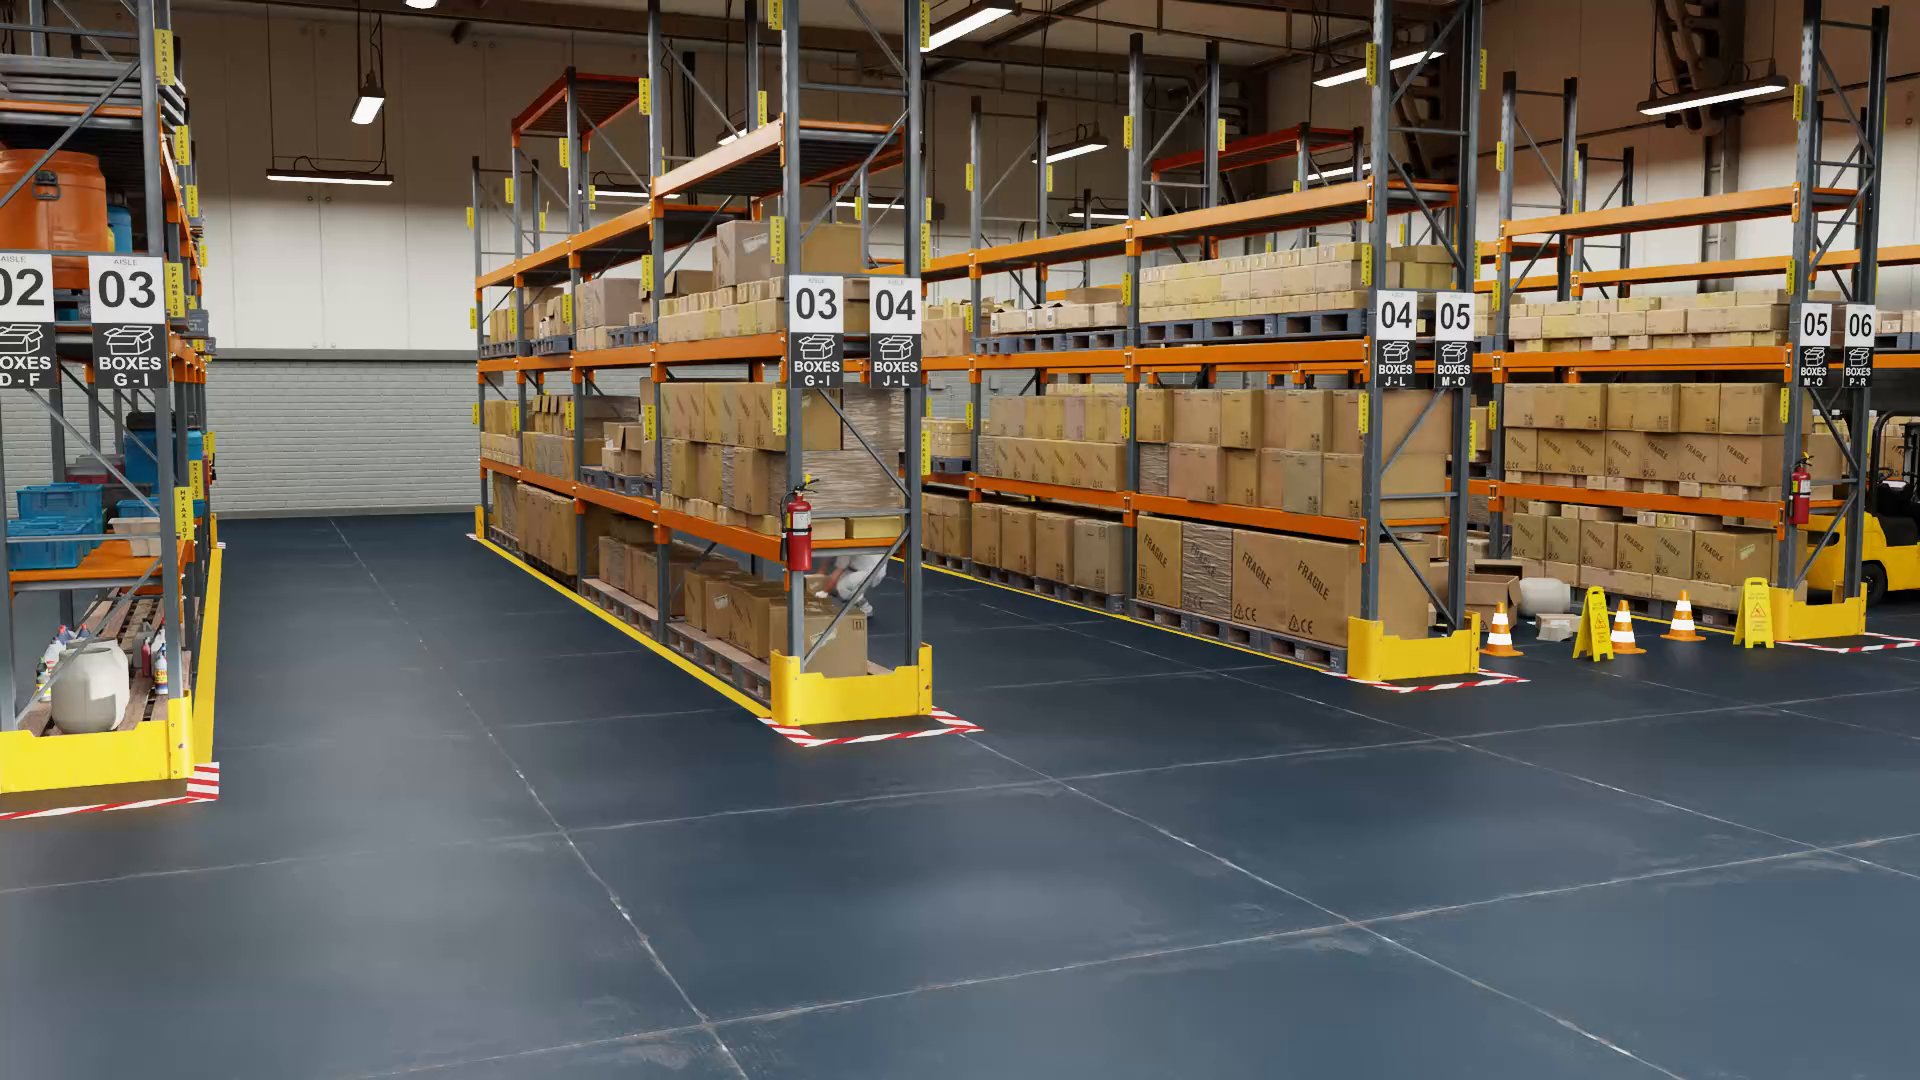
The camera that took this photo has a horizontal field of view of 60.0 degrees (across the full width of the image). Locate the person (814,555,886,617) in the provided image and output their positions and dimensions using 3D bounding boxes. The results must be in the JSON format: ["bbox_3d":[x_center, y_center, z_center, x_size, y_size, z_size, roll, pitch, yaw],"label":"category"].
[{"bbox_3d":[-1.209,0.322,17.454,0.879,0.991,0.573,-2,6,-24],"label":"person"}]
